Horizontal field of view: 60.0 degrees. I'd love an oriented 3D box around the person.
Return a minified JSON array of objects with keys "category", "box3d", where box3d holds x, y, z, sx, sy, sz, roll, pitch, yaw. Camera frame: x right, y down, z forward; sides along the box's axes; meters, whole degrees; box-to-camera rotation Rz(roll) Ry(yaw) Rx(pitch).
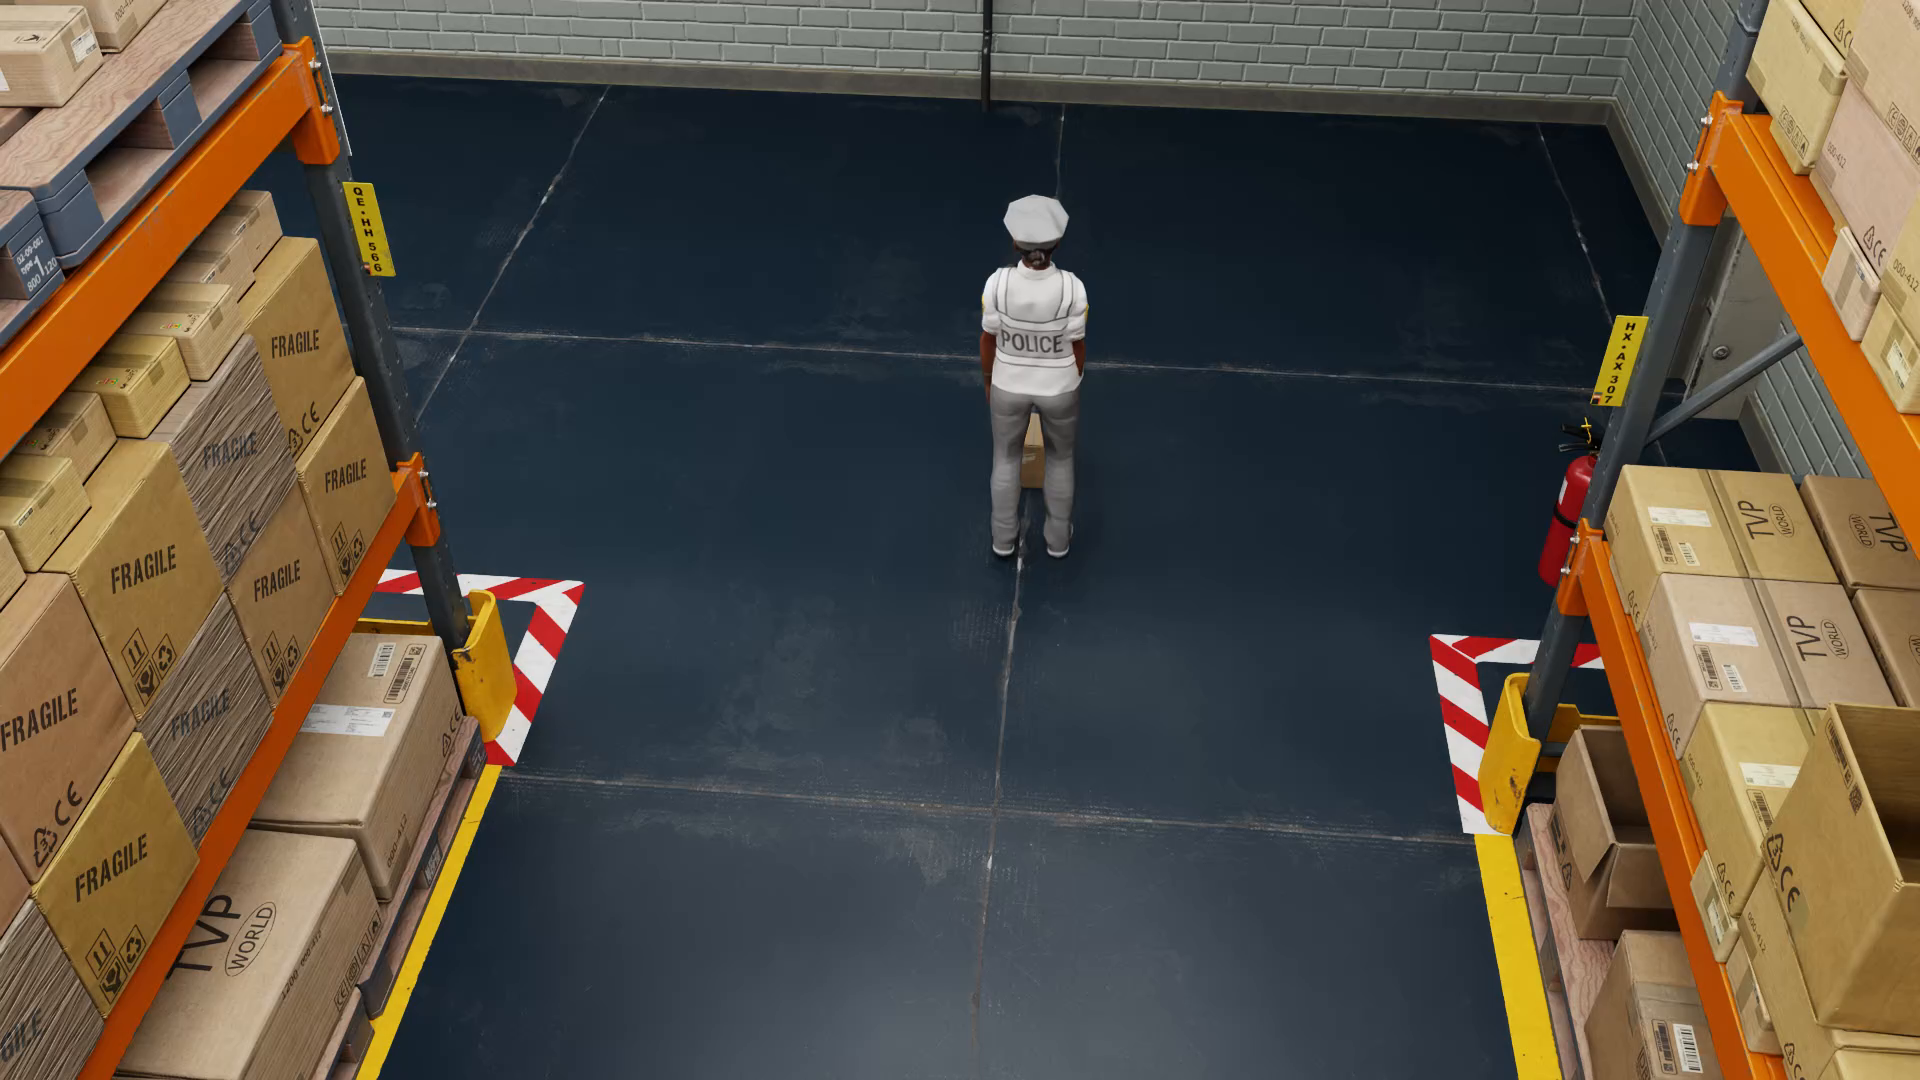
[{"category":"person","box3d":[0.299,-0.647,6.917,0.435,1.671,0.341,4,40,5]}]
